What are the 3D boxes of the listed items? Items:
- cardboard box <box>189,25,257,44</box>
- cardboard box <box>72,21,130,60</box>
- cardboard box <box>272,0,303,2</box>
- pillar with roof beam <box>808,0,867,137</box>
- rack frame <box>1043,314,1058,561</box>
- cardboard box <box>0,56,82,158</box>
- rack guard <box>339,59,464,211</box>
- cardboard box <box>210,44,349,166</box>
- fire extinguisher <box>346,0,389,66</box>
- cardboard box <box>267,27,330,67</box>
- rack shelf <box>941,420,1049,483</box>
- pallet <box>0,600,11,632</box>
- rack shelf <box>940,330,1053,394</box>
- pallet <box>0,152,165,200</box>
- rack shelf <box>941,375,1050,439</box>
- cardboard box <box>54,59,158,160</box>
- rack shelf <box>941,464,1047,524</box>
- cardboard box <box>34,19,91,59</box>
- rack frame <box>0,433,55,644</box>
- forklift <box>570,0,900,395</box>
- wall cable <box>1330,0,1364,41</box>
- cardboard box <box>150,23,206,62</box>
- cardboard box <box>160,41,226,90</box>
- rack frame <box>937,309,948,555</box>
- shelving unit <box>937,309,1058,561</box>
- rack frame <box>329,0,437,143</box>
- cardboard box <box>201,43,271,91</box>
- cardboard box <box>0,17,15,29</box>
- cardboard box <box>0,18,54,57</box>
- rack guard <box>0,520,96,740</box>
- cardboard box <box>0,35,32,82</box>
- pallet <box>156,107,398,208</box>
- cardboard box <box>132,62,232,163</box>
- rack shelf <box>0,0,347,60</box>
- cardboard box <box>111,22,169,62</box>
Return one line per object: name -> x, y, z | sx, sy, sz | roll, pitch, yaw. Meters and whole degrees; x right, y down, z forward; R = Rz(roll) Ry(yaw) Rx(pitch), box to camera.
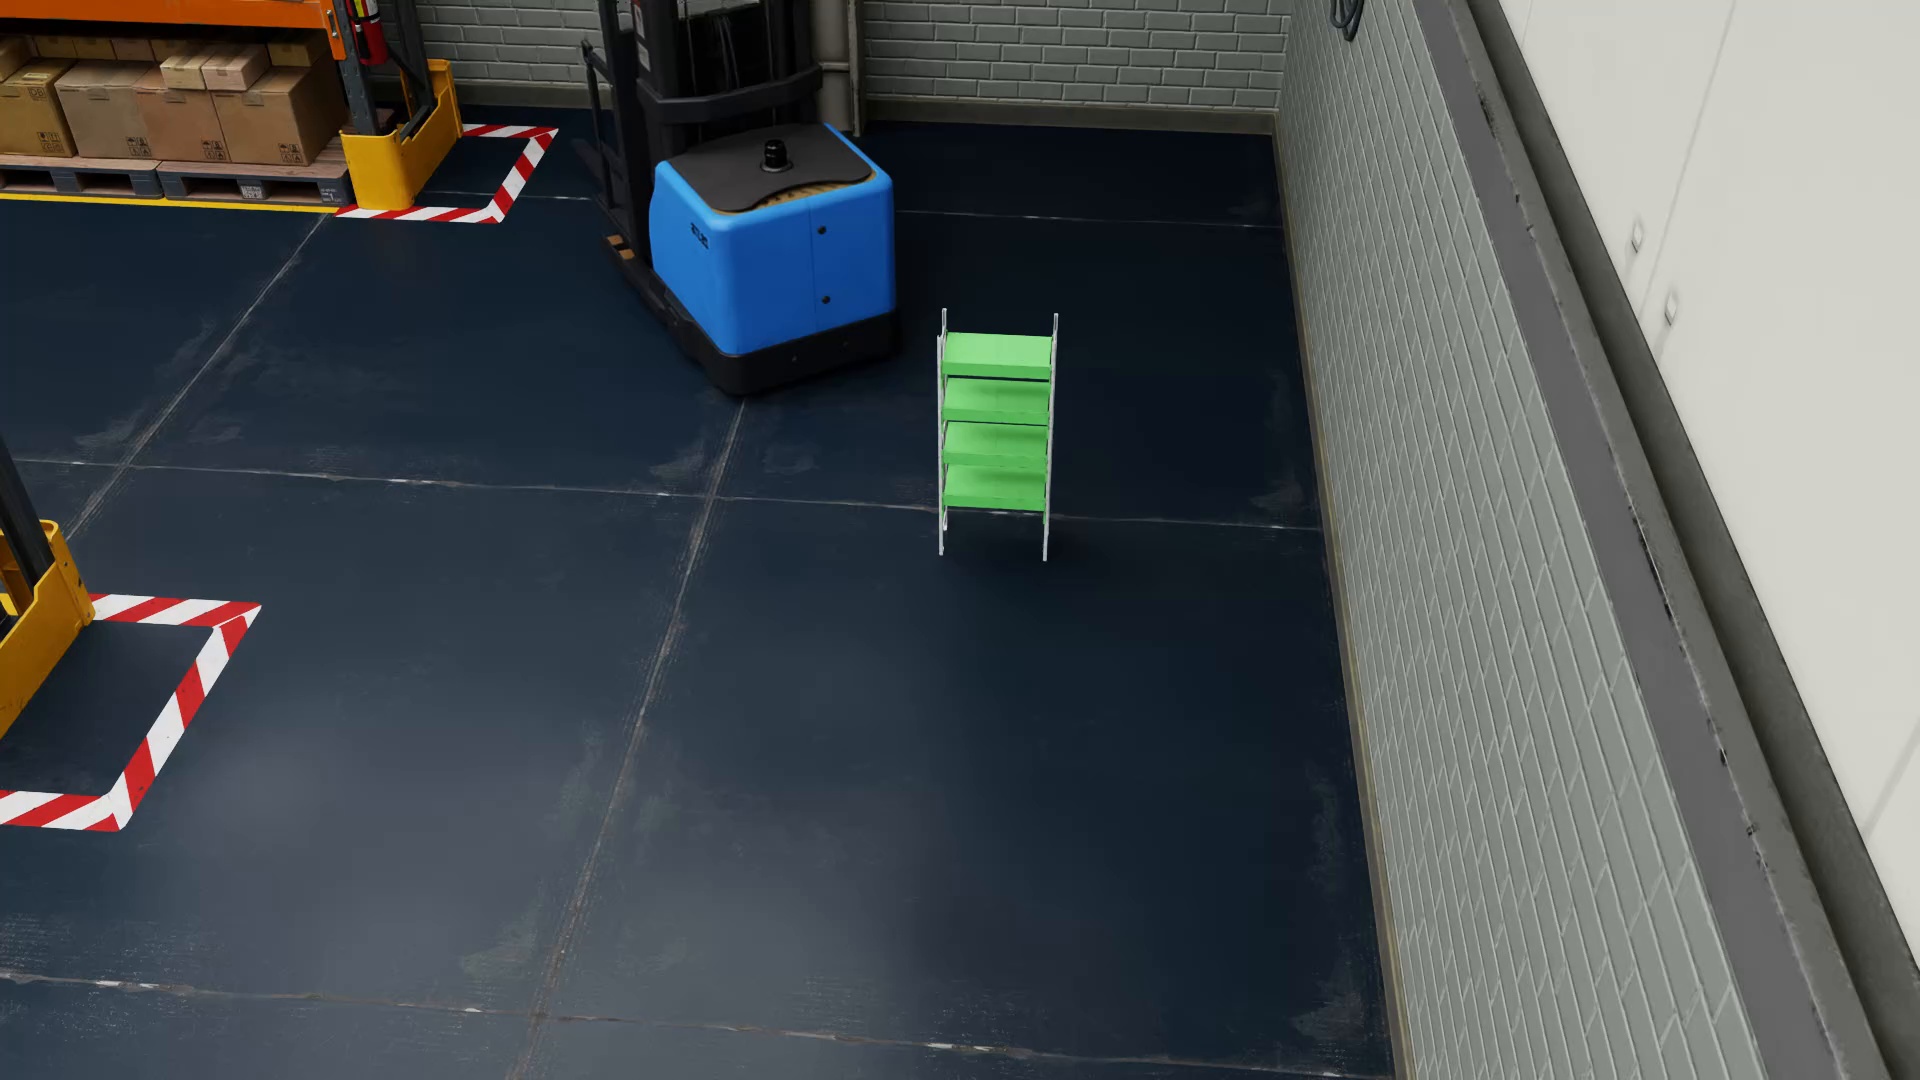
cardboard box -> -4.687, -3.176, 10.580 | 0.250, 0.149, 0.380 | 3, 39, 4
cardboard box -> -5.445, -3.217, 10.630 | 0.250, 0.149, 0.380 | 4, 39, 4
cardboard box -> -4.127, -3.747, 9.911 | 0.700, 0.700, 0.980 | 5, 39, 6
pillar with roof beam -> -1.225, -3.626, 5.247 | 0.400, 9.000, 9.100 | 3, 39, 4
rack frame -> 0.408, -0.443, 7.514 | 0.015, 1.200, 0.240 | 3, 39, 4
cardboard box -> -5.855, -2.857, 10.702 | 0.500, 0.500, 0.700 | 4, 39, 5
rack guard -> -3.594, -2.639, 10.766 | 0.348, 0.500, 1.175 | 3, 39, 4
cardboard box -> -4.324, -2.778, 10.605 | 0.500, 0.500, 0.700 | 3, 39, 4
fire extinguisher -> -3.508, -3.137, 9.754 | 0.183, 0.674, 0.296 | 3, 39, 4
cardboard box -> -4.182, -3.149, 10.546 | 0.250, 0.149, 0.380 | 3, 39, 4
rack shelf -> 0.165, -0.407, 7.571 | 0.480, 0.148, 0.258 | 3, 39, 4
pallet -> -4.912, 0.541, 7.089 | 1.213, 0.211, 1.003 | 3, 39, 4
rack shelf -> 0.165, -0.779, 7.268 | 0.480, 0.148, 0.258 | 3, 39, 4
pallet -> -5.633, -2.591, 10.936 | 1.213, 0.211, 1.003 | 3, 39, 4
rack shelf -> 0.165, -0.593, 7.419 | 0.480, 0.148, 0.258 | 3, 39, 4
cardboard box -> -5.324, -2.832, 10.672 | 0.500, 0.500, 0.700 | 2, 39, 2
rack shelf -> 0.165, -0.221, 7.722 | 0.480, 0.148, 0.258 | 3, 39, 4
cardboard box -> -5.698, -3.231, 10.647 | 0.250, 0.149, 0.380 | 2, 39, 3
rack frame -> -4.042, -0.494, 6.151 | 0.127, 3.000, 1.000 | 3, 39, 4
forklift -> -1.486, -2.815, 9.057 | 1.130, 2.935, 3.031 | -19, 43, -22
wall cable -> 1.986, -4.199, 8.411 | 0.112, 2.526, 3.097 | 3, 39, 4
cardboard box -> -4.936, -3.190, 10.597 | 0.250, 0.149, 0.380 | 3, 39, 4
cardboard box -> -4.722, -2.936, 10.285 | 0.250, 0.149, 0.380 | 4, 39, 5
rack frame -> -0.078, -0.470, 7.547 | 0.015, 1.200, 0.240 | 3, 39, 4
shelving unit -> 0.165, -0.456, 7.531 | 0.503, 1.200, 0.258 | 3, 39, 4
rack frame -> -3.618, -3.610, 9.979 | 0.127, 3.000, 1.000 | 3, 39, 4
cardboard box -> -4.468, -2.922, 10.268 | 0.250, 0.149, 0.380 | 3, 39, 3
cardboard box -> -6.206, -3.259, 10.681 | 0.250, 0.149, 0.380 | 2, 39, 2
cardboard box -> -5.955, -3.244, 10.664 | 0.250, 0.149, 0.380 | 4, 39, 4
rack guard -> -4.117, 0.471, 6.945 | 0.348, 0.500, 1.175 | 3, 39, 4
cardboard box -> -6.021, -3.006, 10.370 | 0.250, 0.149, 0.380 | 2, 39, 3
pallet -> -4.421, -2.522, 10.852 | 1.213, 0.211, 1.003 | 3, 39, 4
cardboard box -> -4.822, -2.805, 10.639 | 0.500, 0.500, 0.700 | 3, 39, 4
rack shelf -> -5.611, -3.440, 10.340 | 4.000, 0.370, 1.077 | 3, 39, 4
cardboard box -> -5.190, -3.203, 10.613 | 0.250, 0.149, 0.380 | 4, 39, 4
